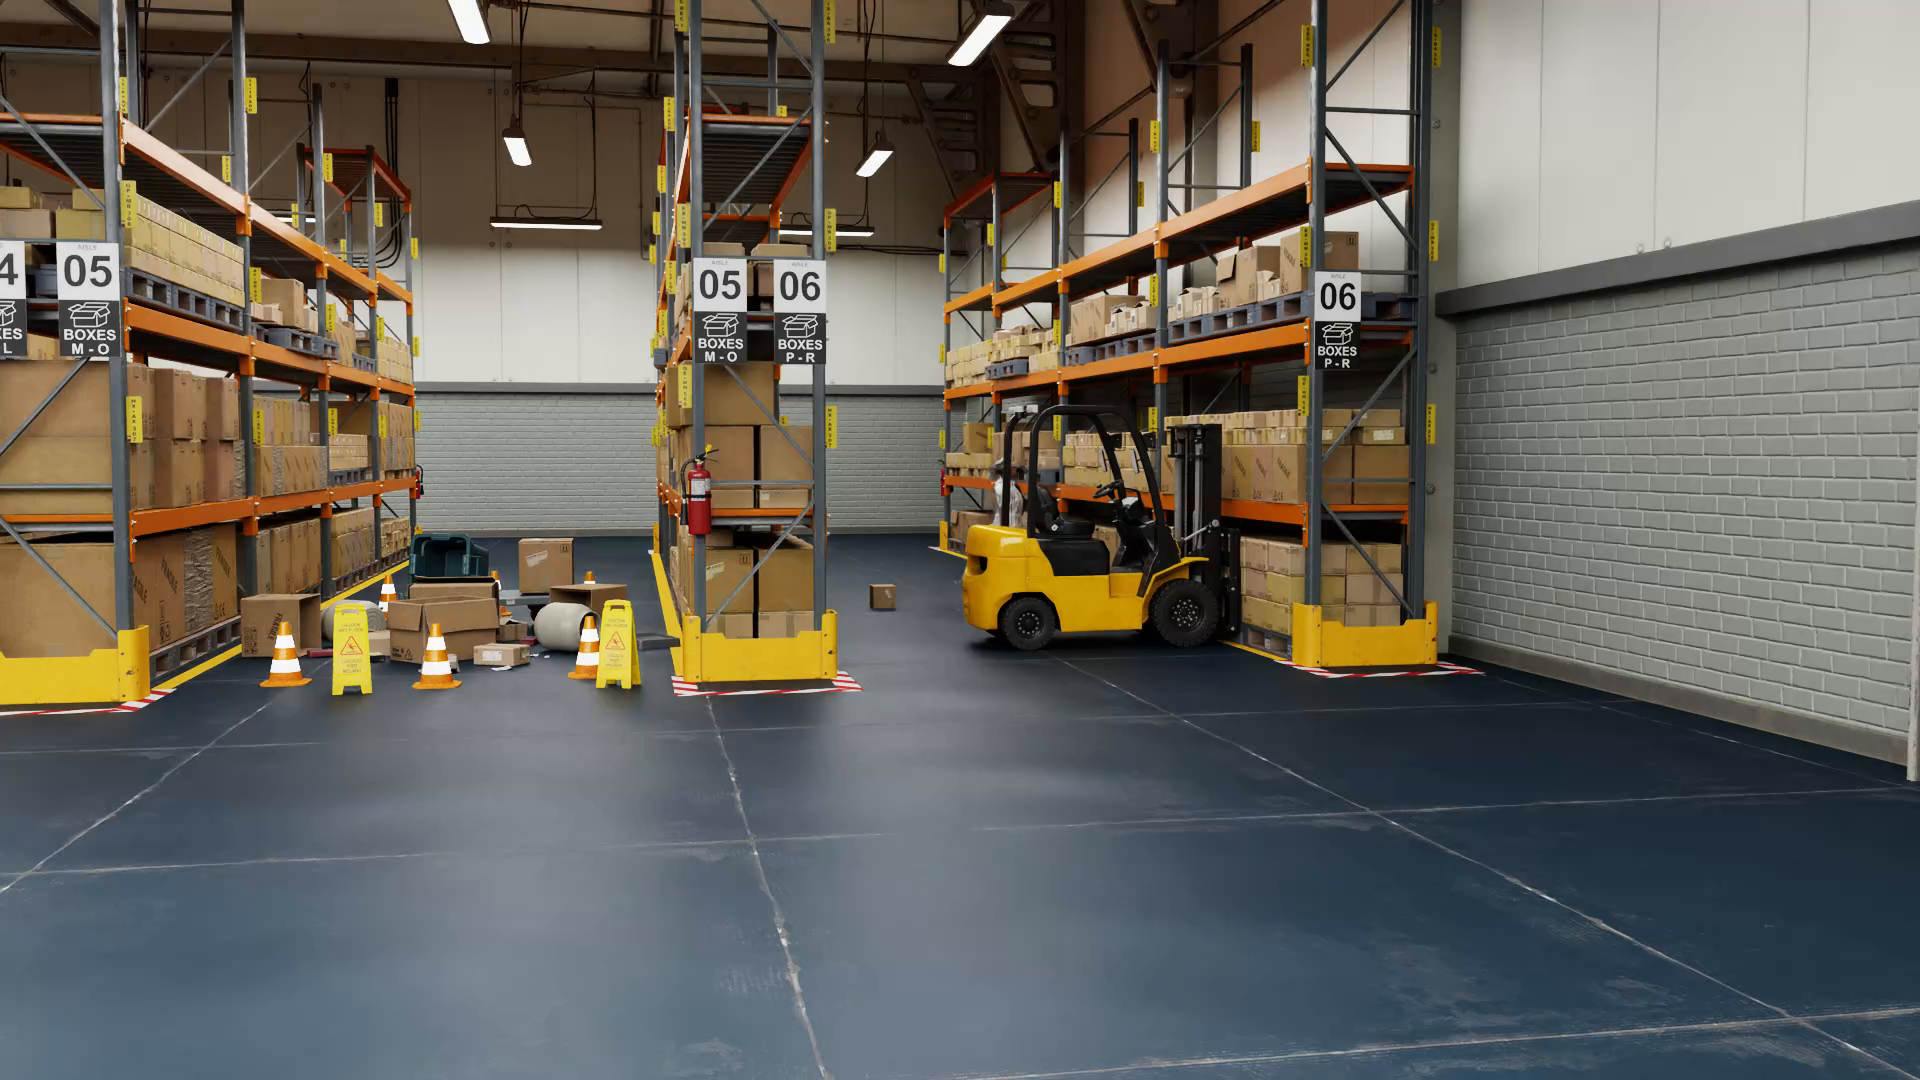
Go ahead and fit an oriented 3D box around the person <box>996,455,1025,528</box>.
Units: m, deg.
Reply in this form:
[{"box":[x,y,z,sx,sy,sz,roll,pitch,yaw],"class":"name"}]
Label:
[{"box":[0.579,-0.428,18.287,0.342,1.018,0.453,1,3,17],"class":"person"}]
